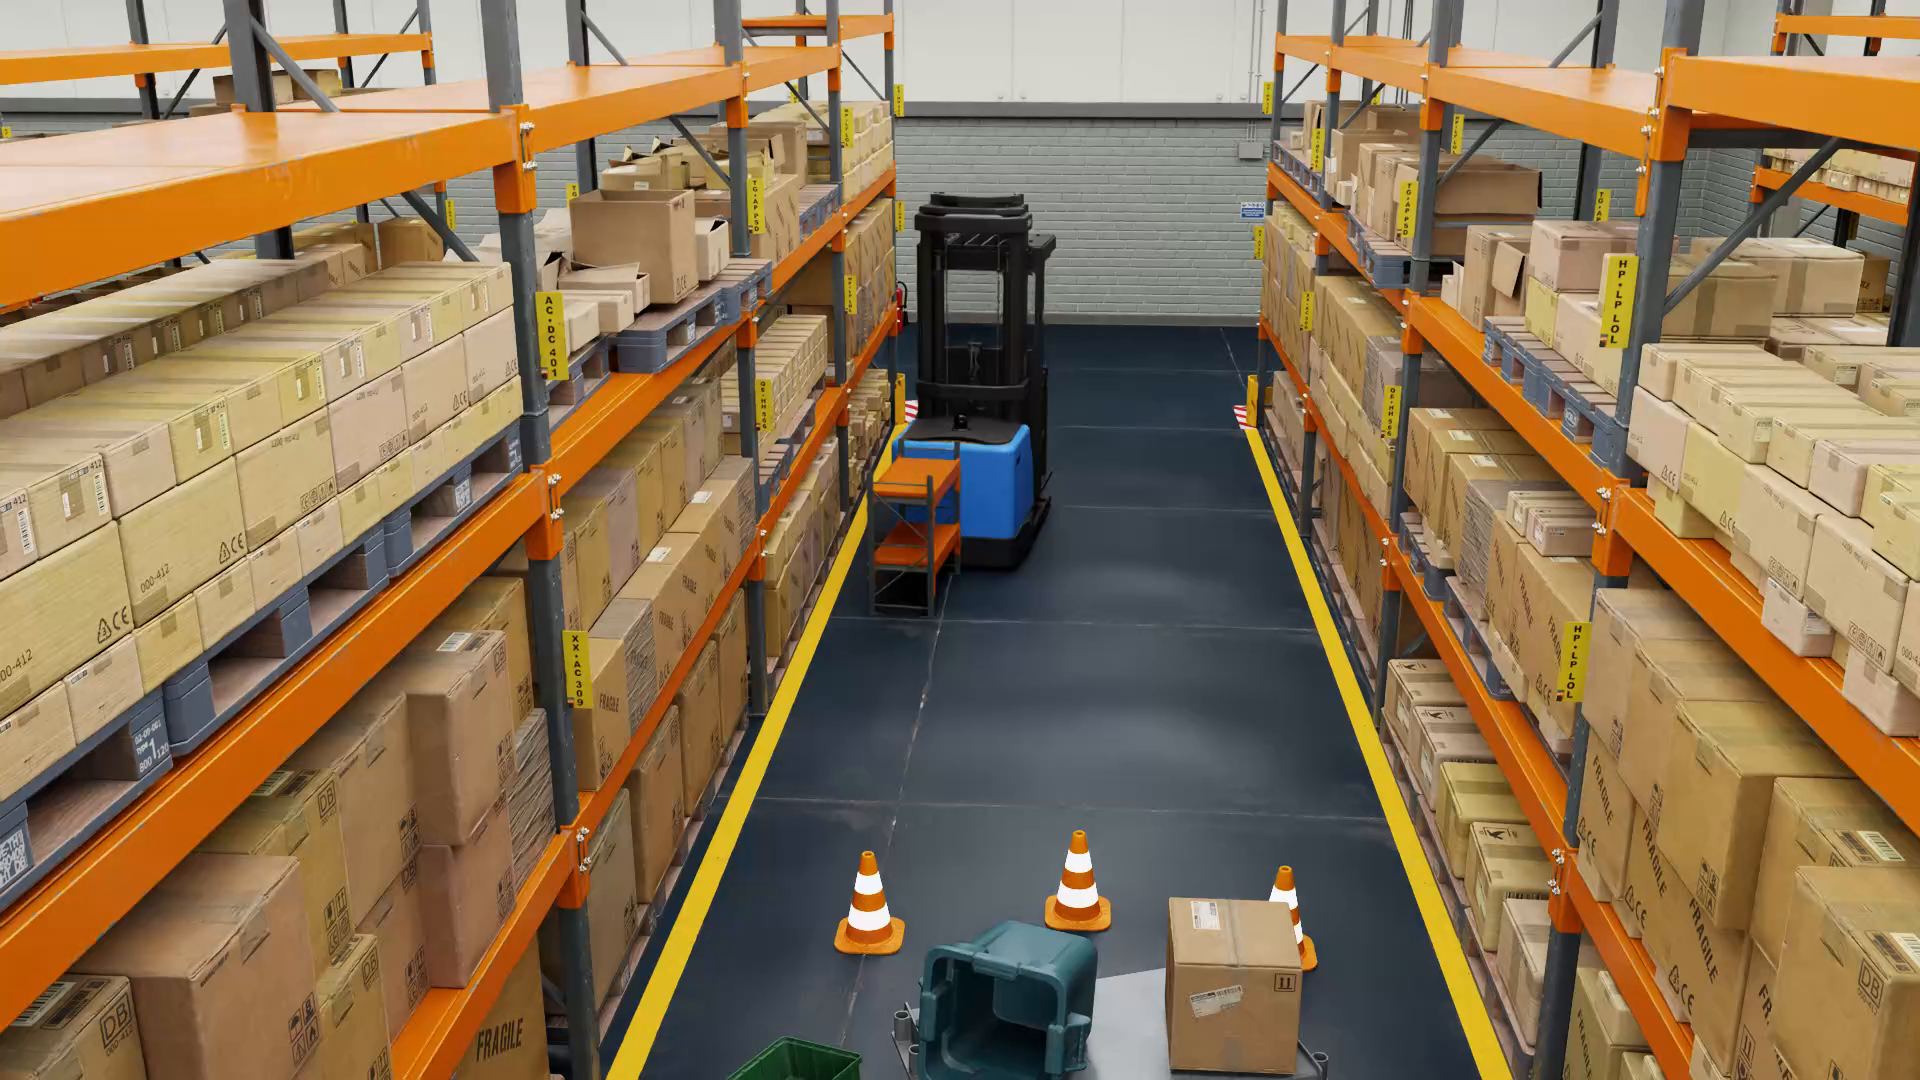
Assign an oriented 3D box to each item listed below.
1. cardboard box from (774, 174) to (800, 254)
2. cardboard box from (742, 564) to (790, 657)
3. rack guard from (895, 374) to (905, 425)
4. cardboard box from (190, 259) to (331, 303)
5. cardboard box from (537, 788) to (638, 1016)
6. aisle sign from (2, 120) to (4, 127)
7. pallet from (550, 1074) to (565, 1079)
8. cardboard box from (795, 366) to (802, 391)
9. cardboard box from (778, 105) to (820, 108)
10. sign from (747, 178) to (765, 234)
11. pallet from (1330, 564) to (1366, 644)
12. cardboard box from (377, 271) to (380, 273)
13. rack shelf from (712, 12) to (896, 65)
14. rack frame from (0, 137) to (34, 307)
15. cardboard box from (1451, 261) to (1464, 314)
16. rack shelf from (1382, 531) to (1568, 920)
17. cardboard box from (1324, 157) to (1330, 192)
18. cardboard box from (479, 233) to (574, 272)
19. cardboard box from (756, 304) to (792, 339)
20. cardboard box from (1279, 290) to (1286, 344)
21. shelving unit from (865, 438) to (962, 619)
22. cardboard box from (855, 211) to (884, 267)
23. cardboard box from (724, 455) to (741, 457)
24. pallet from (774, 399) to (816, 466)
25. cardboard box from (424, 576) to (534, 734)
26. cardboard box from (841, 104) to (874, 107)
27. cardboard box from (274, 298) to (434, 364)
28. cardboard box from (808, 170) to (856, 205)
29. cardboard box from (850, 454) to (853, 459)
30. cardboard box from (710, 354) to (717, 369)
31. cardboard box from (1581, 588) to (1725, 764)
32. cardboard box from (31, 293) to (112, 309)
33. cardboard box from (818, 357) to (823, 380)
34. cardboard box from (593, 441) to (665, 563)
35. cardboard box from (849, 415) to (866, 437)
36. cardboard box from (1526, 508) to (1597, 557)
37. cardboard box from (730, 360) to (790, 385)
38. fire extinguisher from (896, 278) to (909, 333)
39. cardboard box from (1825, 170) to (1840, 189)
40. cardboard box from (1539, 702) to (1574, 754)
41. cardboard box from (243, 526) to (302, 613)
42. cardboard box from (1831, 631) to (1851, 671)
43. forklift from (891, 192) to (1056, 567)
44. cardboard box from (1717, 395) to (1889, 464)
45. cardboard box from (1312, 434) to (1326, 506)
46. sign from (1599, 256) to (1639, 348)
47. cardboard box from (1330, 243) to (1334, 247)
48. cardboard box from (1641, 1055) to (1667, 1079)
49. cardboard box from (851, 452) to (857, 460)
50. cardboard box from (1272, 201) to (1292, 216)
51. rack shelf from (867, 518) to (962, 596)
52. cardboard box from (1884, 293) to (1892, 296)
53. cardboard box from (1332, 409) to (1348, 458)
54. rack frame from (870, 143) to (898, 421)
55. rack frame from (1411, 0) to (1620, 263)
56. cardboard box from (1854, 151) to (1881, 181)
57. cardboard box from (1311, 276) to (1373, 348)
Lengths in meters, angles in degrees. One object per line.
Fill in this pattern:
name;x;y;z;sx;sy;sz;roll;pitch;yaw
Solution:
cardboard box;-1.402;-2.250;11.495;0.500;0.500;0.500;1;18;4
cardboard box;-1.463;0.479;11.482;0.500;0.500;0.500;1;18;2
rack guard;-1.200;-1.568;18.405;1.175;0.500;0.348;1;18;4
cardboard box;-2.420;-0.879;5.759;0.380;0.149;0.250;1;18;4
cardboard box;-2.100;1.622;7.594;1.050;0.750;0.750;1;18;4
aisle sign;-10.777;-4.283;18.503;0.394;0.787;0.004;1;18;4
pallet;-2.187;2.507;6.433;1.003;0.211;1.213;1;18;4
cardboard box;-1.403;-1.221;12.584;0.380;0.149;0.250;1;18;4
cardboard box;-1.591;-4.228;16.490;0.380;0.149;0.250;2;18;5
sign;-1.215;-1.989;9.900;0.100;0.325;0.005;1;18;4
pallet;3.399;0.488;12.594;1.003;0.211;1.213;1;18;4
cardboard box;-5.941;-2.678;17.541;0.500;0.250;0.500;1;18;3
rack shelf;-1.338;-4.666;15.371;1.077;0.370;4.000;1;18;4
rack frame;-11.074;-3.032;18.859;1.000;3.000;0.127;1;18;4
cardboard box;2.966;-1.404;9.289;0.396;0.266;0.258;1;18;4
rack shelf;3.033;0.747;8.480;1.077;0.370;4.000;1;18;4
cardboard box;3.079;-2.872;13.094;0.396;0.266;0.258;1;18;3
cardboard box;-2.112;-1.390;8.339;0.500;0.311;0.500;1;18;3
cardboard box;-1.728;-1.883;14.713;0.500;0.500;0.500;1;18;4
cardboard box;3.347;-2.134;15.958;0.500;0.500;0.500;2;18;6
shelving unit;-0.345;-0.110;12.952;0.538;1.125;1.048;4;18;11
cardboard box;-1.044;-2.977;16.446;0.500;0.500;0.500;2;18;7
cardboard box;-1.534;-0.509;10.890;0.380;0.149;0.250;1;18;3
pallet;-1.667;-0.819;12.415;1.003;0.211;1.213;1;18;4
cardboard box;-2.115;0.477;6.175;0.875;0.550;0.550;1;18;4
cardboard box;-1.058;-4.297;16.699;0.380;0.149;0.250;1;18;2
cardboard box;-1.818;-0.630;4.998;0.380;0.149;0.250;2;18;5
cardboard box;-1.185;-3.029;14.274;0.500;0.250;0.500;2;18;7
cardboard box;-1.203;-0.870;15.686;0.380;0.149;0.250;0;18;1
cardboard box;-2.060;-1.386;12.610;0.380;0.149;0.250;2;18;6
cardboard box;2.642;0.494;5.853;0.700;0.500;0.500;1;18;3
cardboard box;-6.548;-1.599;12.713;0.797;0.503;0.637;2;18;6
cardboard box;-1.330;-1.409;13.634;0.380;0.149;0.250;1;18;4
cardboard box;-1.916;-0.203;8.459;0.700;0.500;0.500;1;18;3
cardboard box;-1.106;-1.090;15.880;0.380;0.149;0.250;2;18;5
cardboard box;2.734;-0.033;7.352;0.380;0.149;0.250;1;18;2
cardboard box;-1.449;-1.205;12.057;0.380;0.149;0.250;2;18;6
fire extinguisher;-0.716;-2.633;18.366;0.296;0.674;0.183;1;18;4
cardboard box;8.240;-3.329;15.351;0.380;0.149;0.250;1;18;4
cardboard box;2.652;0.780;6.953;0.380;0.149;0.250;2;18;5
cardboard box;-1.889;0.066;4.155;0.380;0.149;0.250;1;18;4
cardboard box;2.511;0.292;4.302;0.380;0.149;0.250;1;18;4
forklift;0.223;-1.591;14.571;1.130;2.935;3.031;4;18;11
cardboard box;2.479;-0.324;4.899;0.380;0.149;0.250;1;18;4
cardboard box;3.616;-0.633;14.977;0.875;0.438;0.875;1;18;3
sign;2.336;-0.843;5.898;0.100;0.325;0.005;1;18;4
cardboard box;3.295;-2.471;14.339;0.380;0.149;0.250;2;18;5
cardboard box;2.475;1.843;5.475;0.380;0.149;0.250;2;18;6
cardboard box;-1.181;-0.729;15.734;0.380;0.149;0.250;1;18;3
cardboard box;3.449;-3.427;17.257;0.380;0.149;0.250;2;18;5
rack shelf;-0.345;0.122;13.028;0.538;0.278;1.000;4;18;11
cardboard box;8.895;-2.352;16.547;0.500;0.250;0.500;1;18;4
cardboard box;3.035;-0.781;12.231;0.500;0.250;0.500;1;18;3
rack frame;-1.194;-2.779;18.088;1.000;3.000;0.127;1;18;4
rack frame;3.177;-3.067;9.330;1.000;3.000;0.127;1;18;4
cardboard box;8.275;-3.320;14.683;0.500;0.250;0.500;2;18;5
cardboard box;3.145;-1.850;13.487;0.500;0.500;0.500;1;18;5
